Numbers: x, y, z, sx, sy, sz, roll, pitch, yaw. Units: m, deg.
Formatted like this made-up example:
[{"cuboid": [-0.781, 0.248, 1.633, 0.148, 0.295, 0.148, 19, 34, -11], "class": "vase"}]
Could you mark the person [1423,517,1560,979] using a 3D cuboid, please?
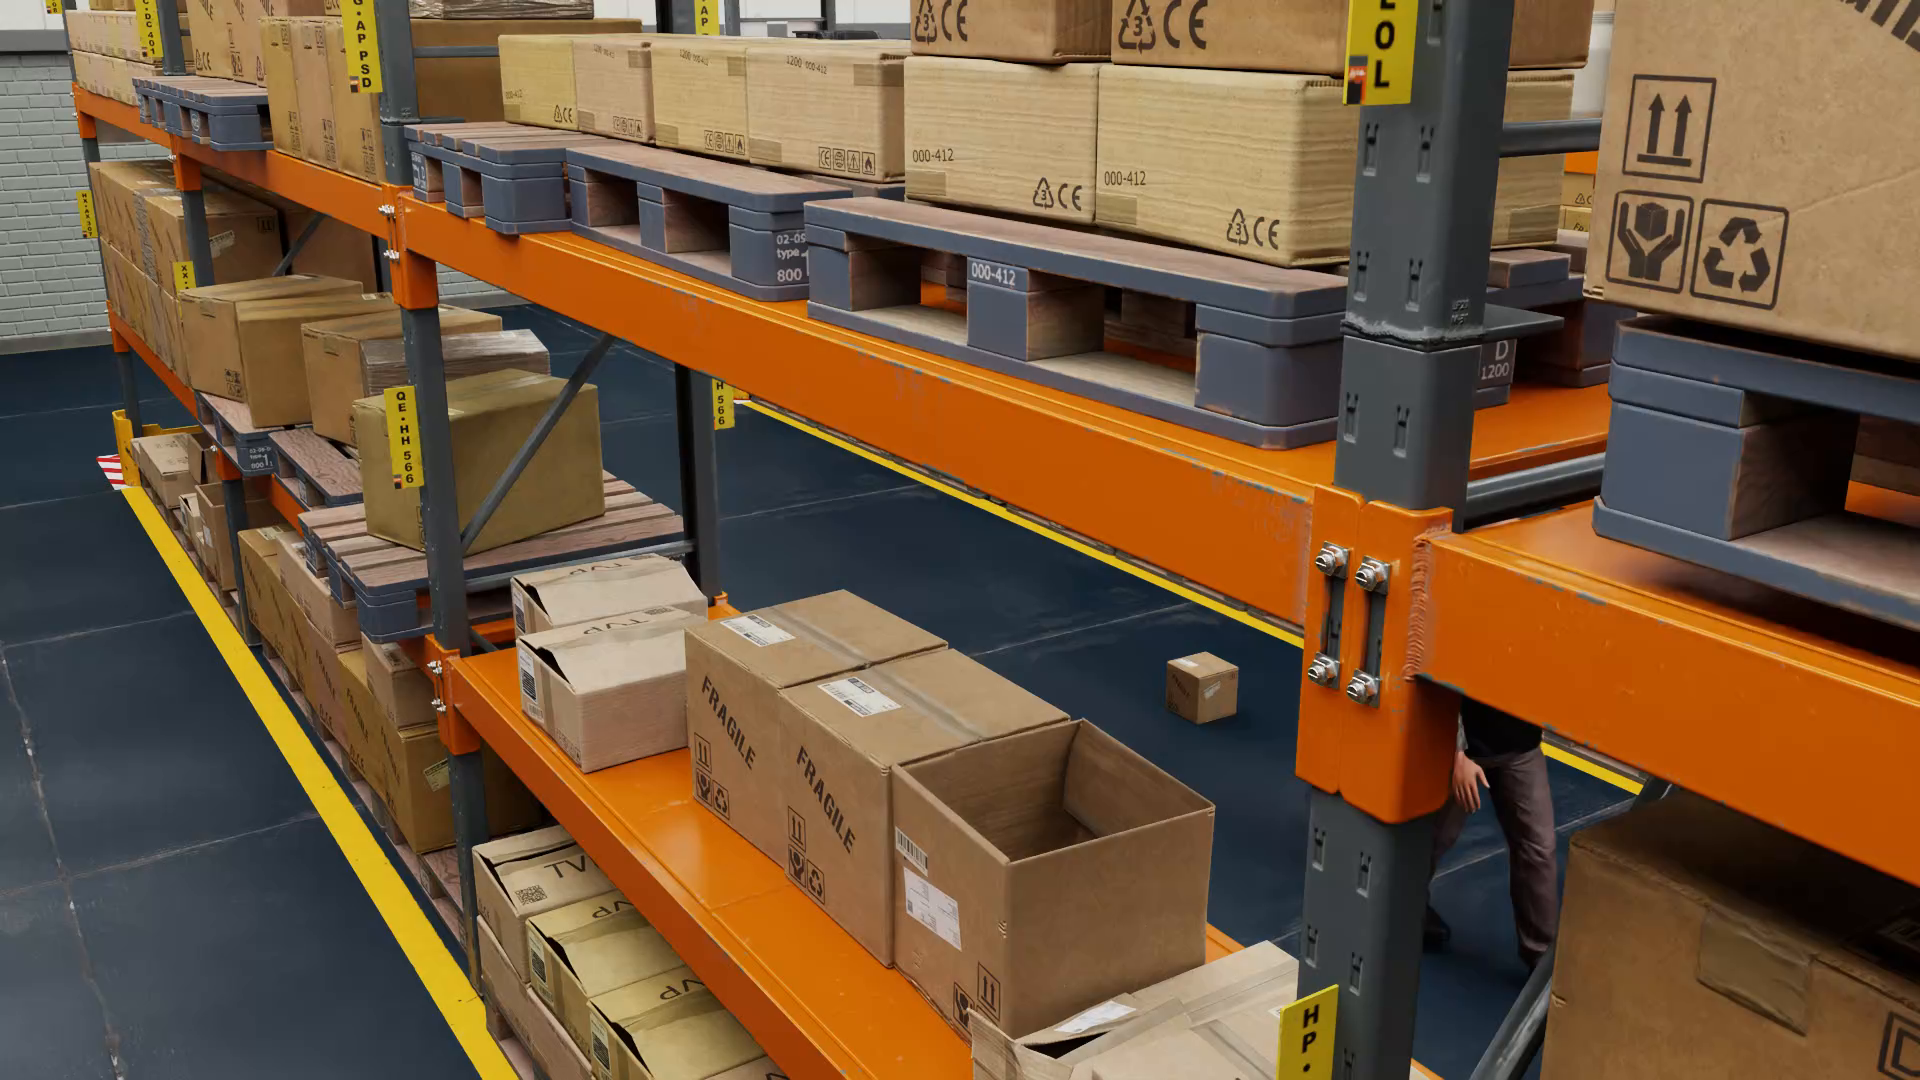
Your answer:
[{"cuboid": [1.863, 0.739, 5.770, 0.579, 1.695, 0.904, -8, 20, -23], "class": "person"}]
